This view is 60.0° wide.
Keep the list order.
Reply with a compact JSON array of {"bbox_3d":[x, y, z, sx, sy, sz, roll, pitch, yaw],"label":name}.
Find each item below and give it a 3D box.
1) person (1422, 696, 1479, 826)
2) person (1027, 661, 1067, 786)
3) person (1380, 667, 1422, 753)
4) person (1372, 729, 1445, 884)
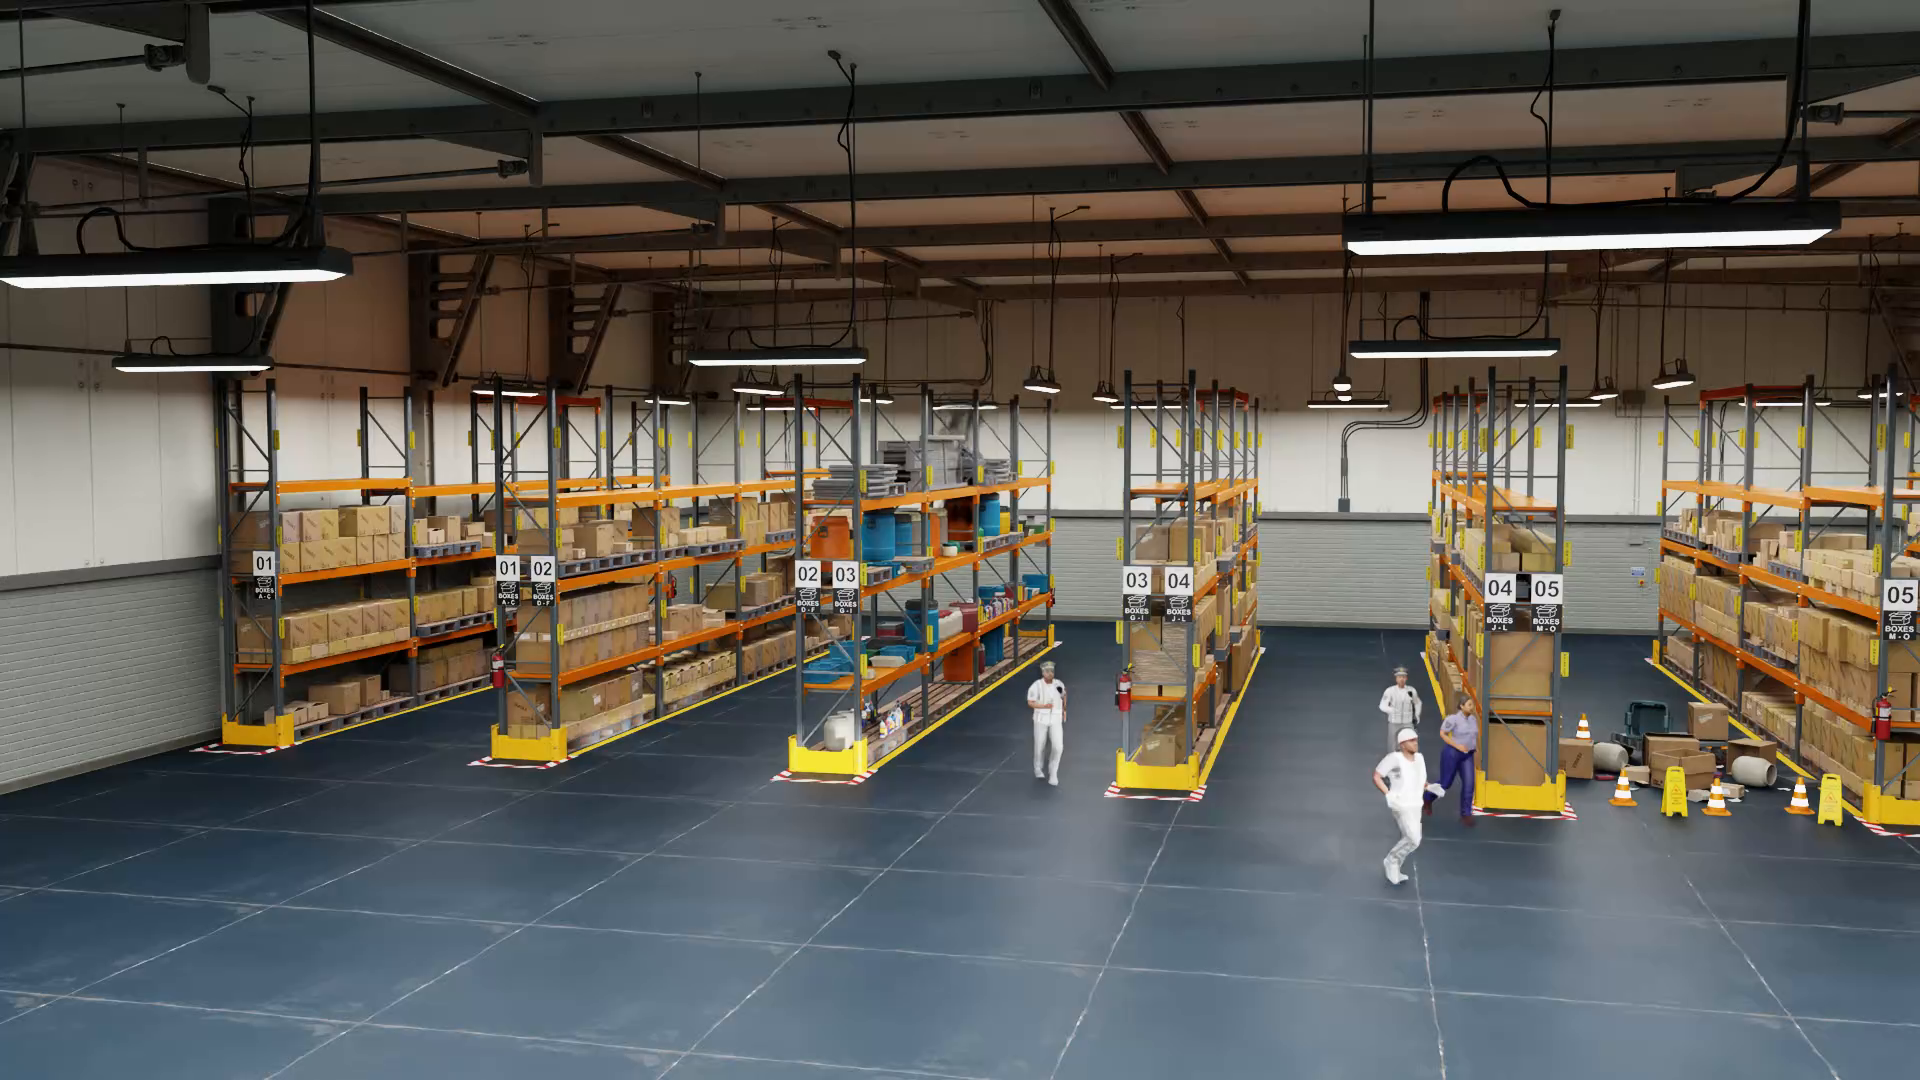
[{"bbox_3d":[6.581,2.866,21.873,0.678,1.640,0.883,-1,4,-22],"label":"person"},{"bbox_3d":[1.286,2.669,24.261,0.629,1.826,0.735,0,3,-6],"label":"person"},{"bbox_3d":[6.471,2.694,24.391,0.622,1.664,0.879,1,3,10],"label":"person"},{"bbox_3d":[5.053,2.993,18.664,0.658,1.746,0.631,-3,4,-38],"label":"person"}]
